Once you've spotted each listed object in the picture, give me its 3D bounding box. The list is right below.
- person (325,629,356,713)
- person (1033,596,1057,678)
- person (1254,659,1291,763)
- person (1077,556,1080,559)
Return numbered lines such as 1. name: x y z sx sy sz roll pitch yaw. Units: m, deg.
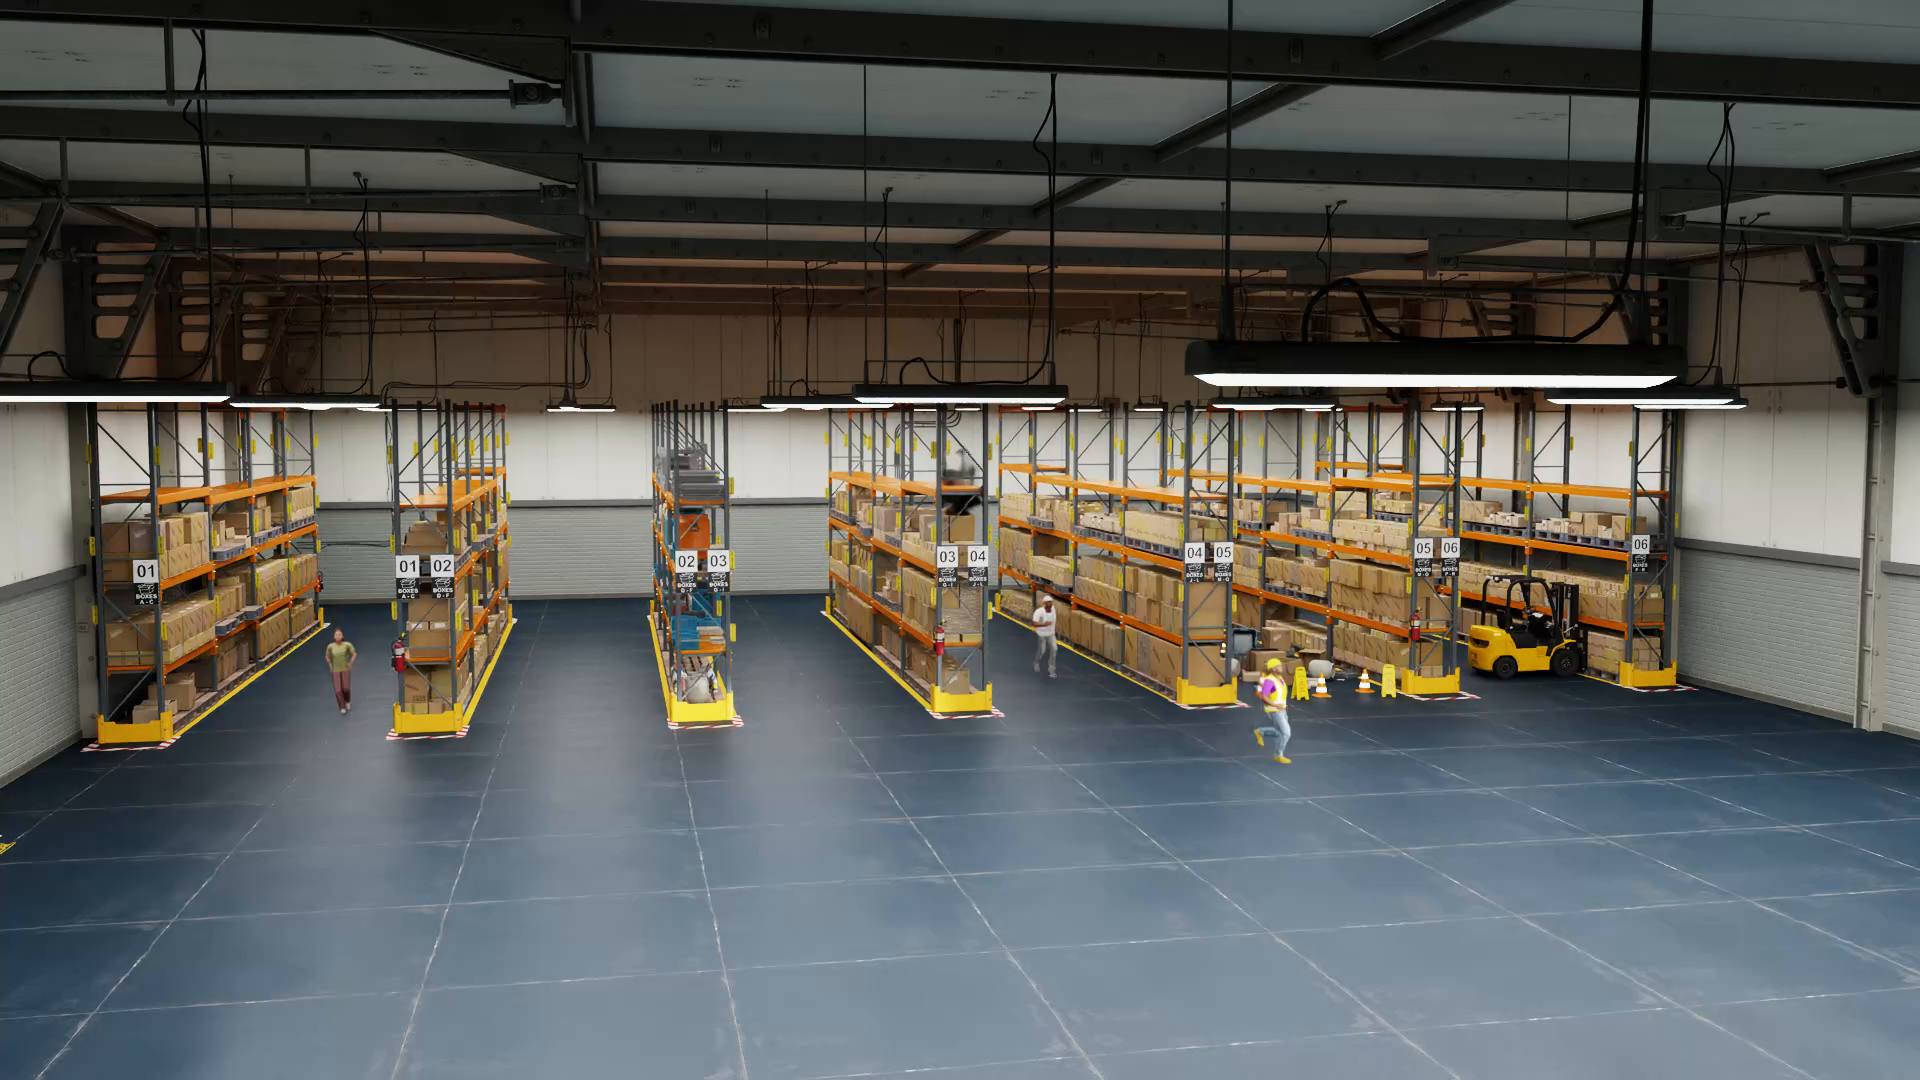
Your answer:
1. person: -11.825 2.510 31.735 0.556 1.626 0.520 -1 4 -14
2. person: 1.861 2.103 36.483 0.728 1.809 0.894 -2 5 -29
3. person: 5.169 2.805 27.504 0.661 1.706 0.720 2 5 26
4. person: 3.389 1.278 48.277 0.592 1.638 0.593 -2 5 -22
